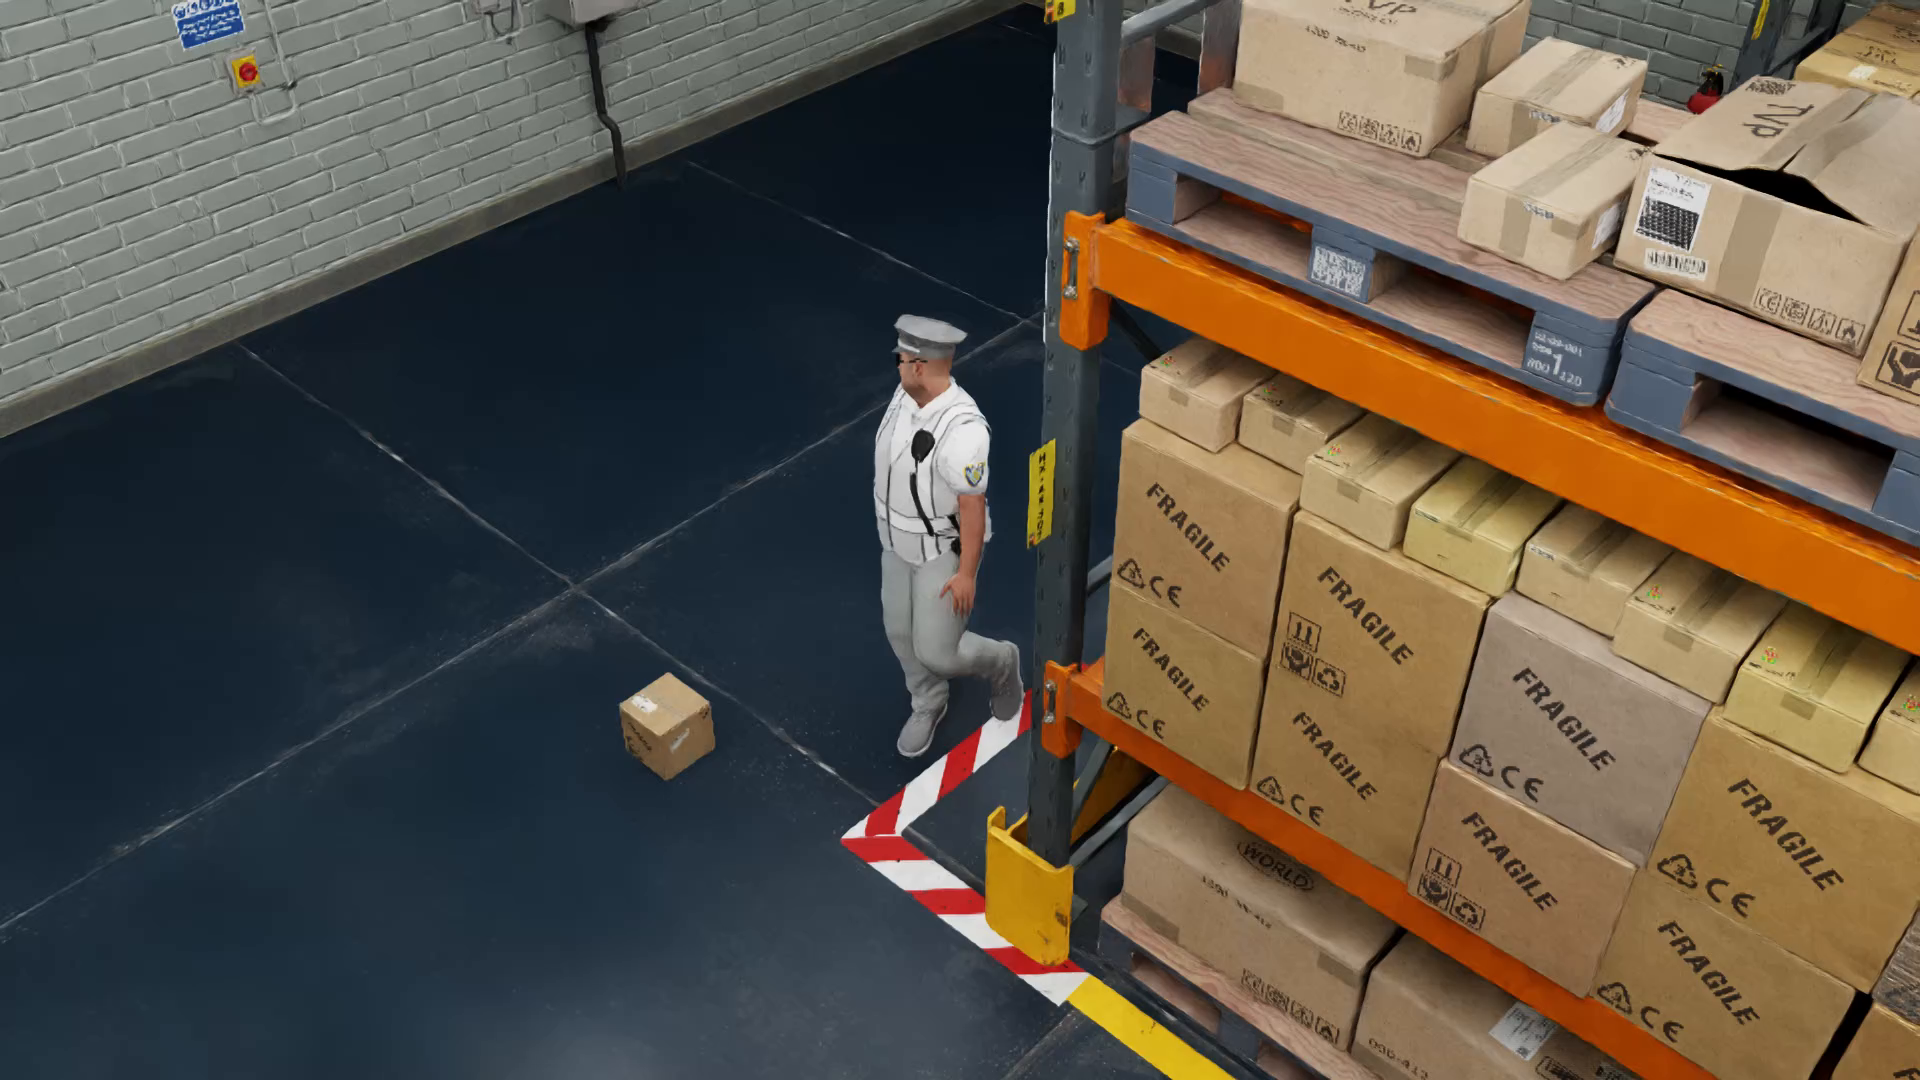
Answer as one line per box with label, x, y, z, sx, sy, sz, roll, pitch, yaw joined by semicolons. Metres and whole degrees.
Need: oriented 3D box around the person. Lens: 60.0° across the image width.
person;-0.108;0.006;6.165;0.540;1.734;0.600;-30;48;-31
